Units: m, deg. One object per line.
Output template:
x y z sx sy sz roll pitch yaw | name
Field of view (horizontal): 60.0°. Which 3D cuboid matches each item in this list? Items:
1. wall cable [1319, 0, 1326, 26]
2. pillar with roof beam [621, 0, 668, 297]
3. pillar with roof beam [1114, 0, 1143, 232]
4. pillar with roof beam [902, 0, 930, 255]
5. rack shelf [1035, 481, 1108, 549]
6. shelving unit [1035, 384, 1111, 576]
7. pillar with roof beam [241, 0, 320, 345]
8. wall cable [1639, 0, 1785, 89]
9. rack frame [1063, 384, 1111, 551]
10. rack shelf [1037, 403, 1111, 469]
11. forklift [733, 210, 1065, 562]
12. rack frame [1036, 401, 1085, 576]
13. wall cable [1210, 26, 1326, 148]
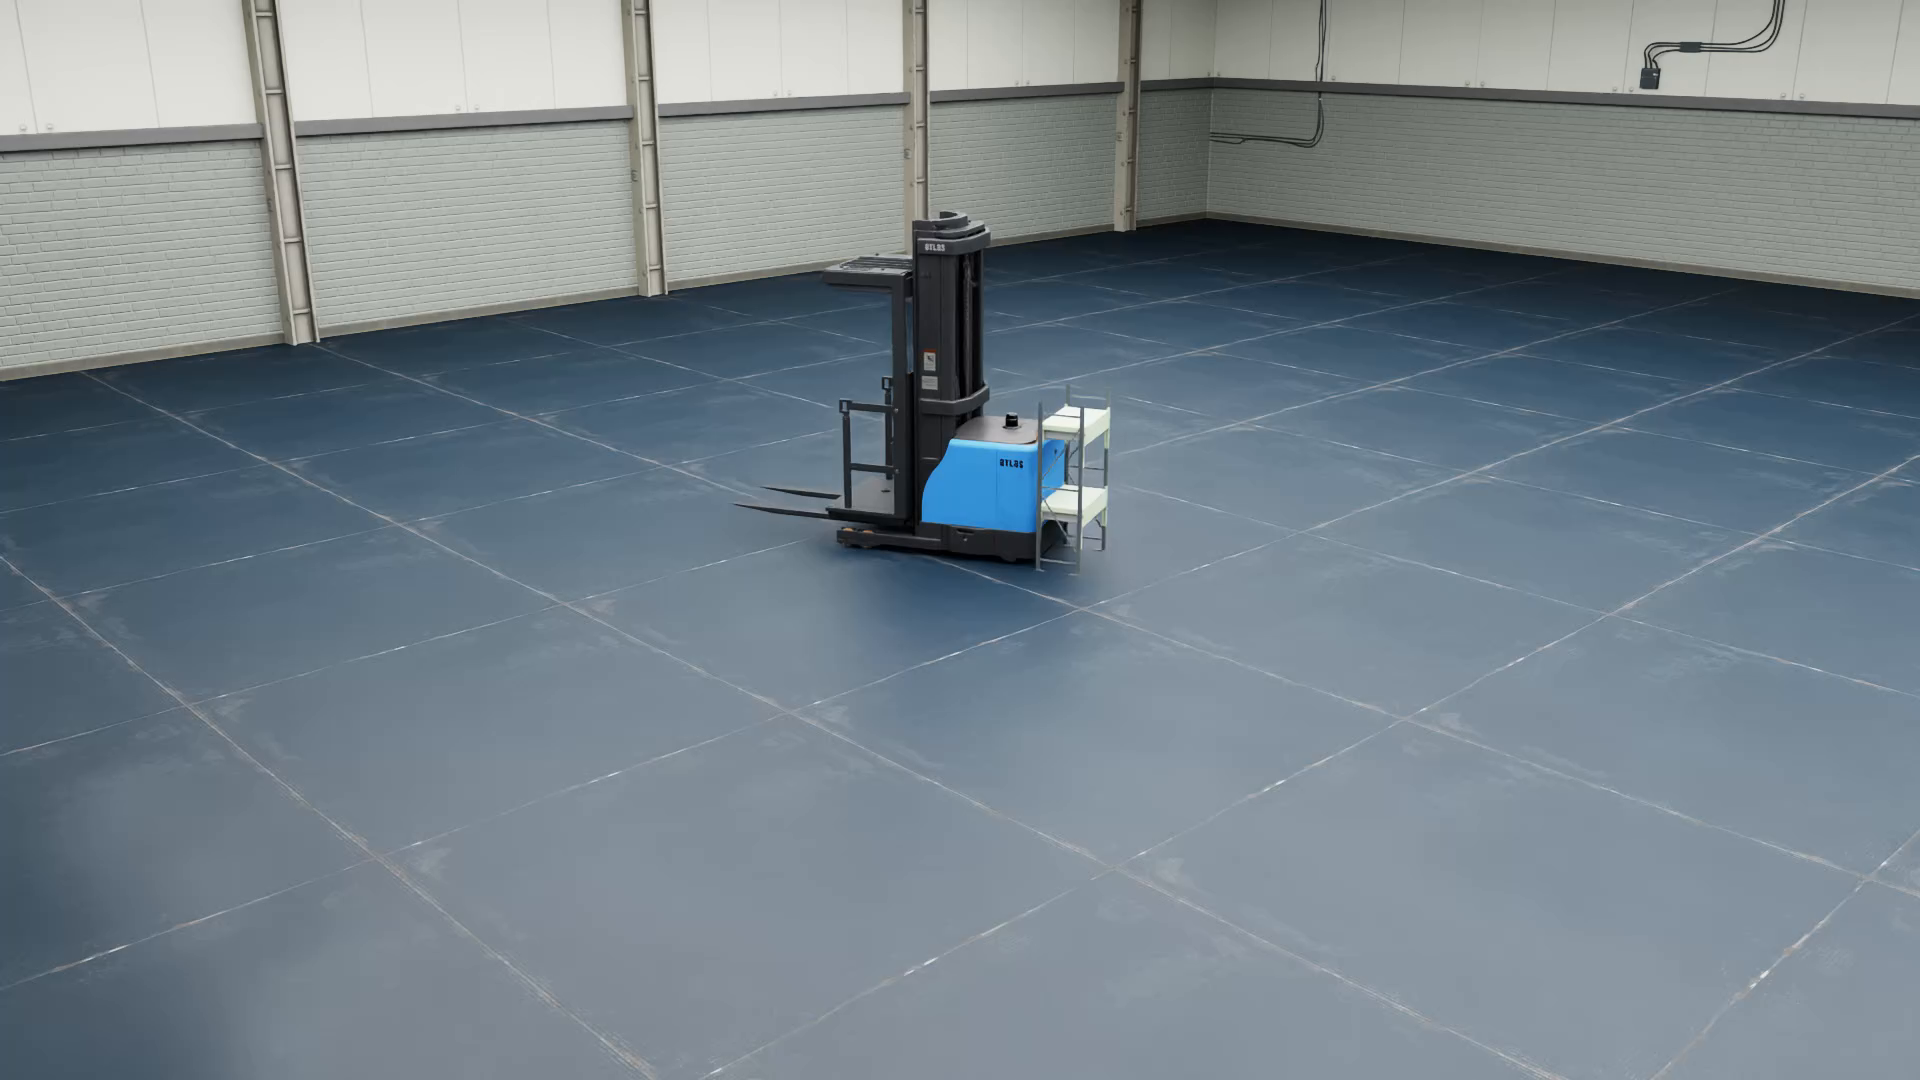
8.456 -11.611 33.317 0.112 2.526 3.097 -16 24 -41 | wall cable
-2.213 -7.456 23.657 0.400 9.000 9.100 -16 24 -41 | pillar with roof beam
6.506 -9.999 31.500 0.400 9.000 9.100 -16 24 -41 | pillar with roof beam
2.146 -8.728 27.578 0.400 9.000 9.100 -16 24 -41 | pillar with roof beam
0.983 -0.222 14.557 0.431 0.370 0.720 7 19 21 | rack shelf
0.984 -0.532 14.457 0.431 1.500 0.755 7 19 21 | shelving unit
-6.573 -6.185 19.736 0.400 9.000 9.100 -16 24 -41 | pillar with roof beam
13.108 -10.779 28.390 0.169 6.003 2.305 -16 24 -41 | wall cable
1.121 -0.637 14.779 0.400 1.500 0.023 7 19 21 | rack frame
0.985 -0.903 14.336 0.431 0.370 0.720 7 19 21 | rack shelf
-0.591 -1.460 15.000 3.031 2.935 1.130 6 19 19 | forklift
0.847 -0.427 14.134 0.400 1.500 0.023 7 19 21 | rack frame
6.598 -9.815 35.966 0.112 2.526 3.097 -16 24 -41 | wall cable
